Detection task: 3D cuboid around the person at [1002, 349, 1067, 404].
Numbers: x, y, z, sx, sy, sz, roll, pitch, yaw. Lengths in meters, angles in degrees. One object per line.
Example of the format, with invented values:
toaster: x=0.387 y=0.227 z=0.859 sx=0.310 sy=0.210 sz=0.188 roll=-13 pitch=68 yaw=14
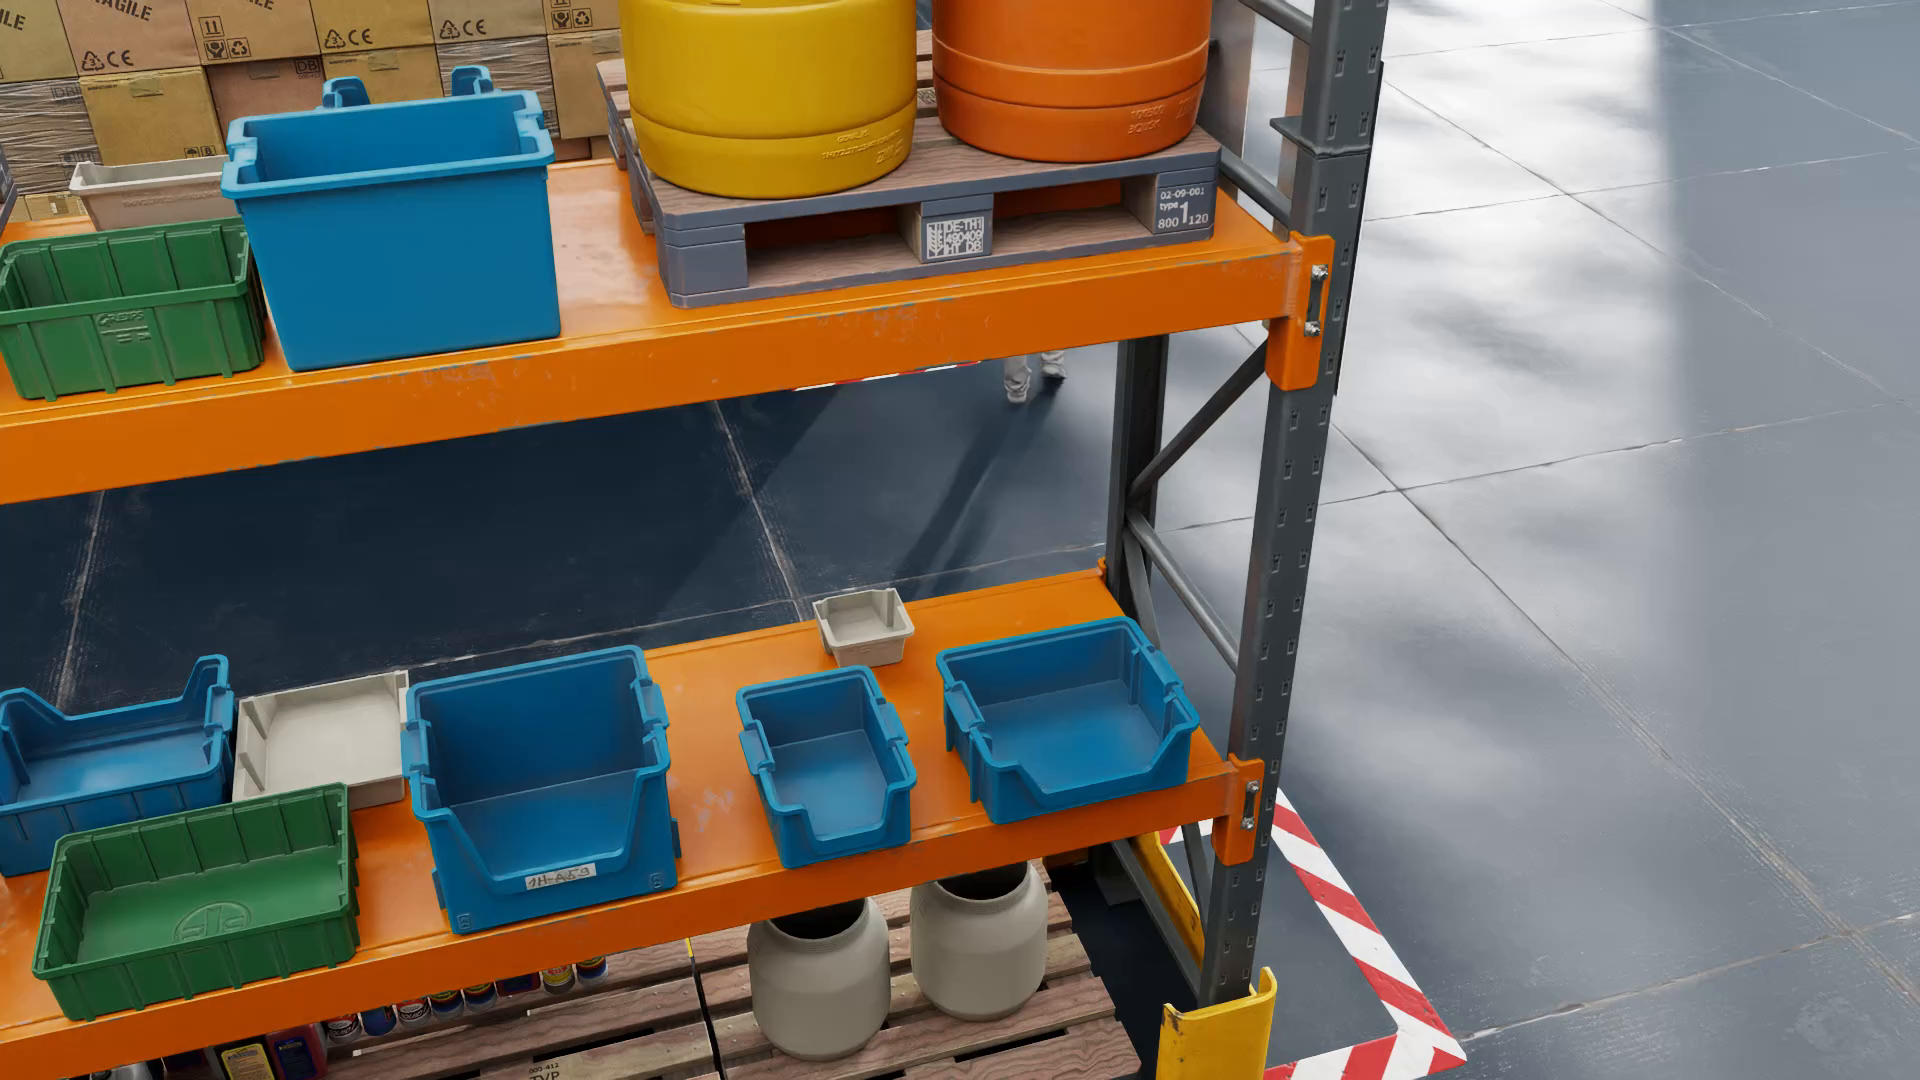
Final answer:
person: x=0.353 y=-1.550 z=8.439 sx=0.525 sy=1.808 sz=0.529 roll=5 pitch=34 yaw=7
